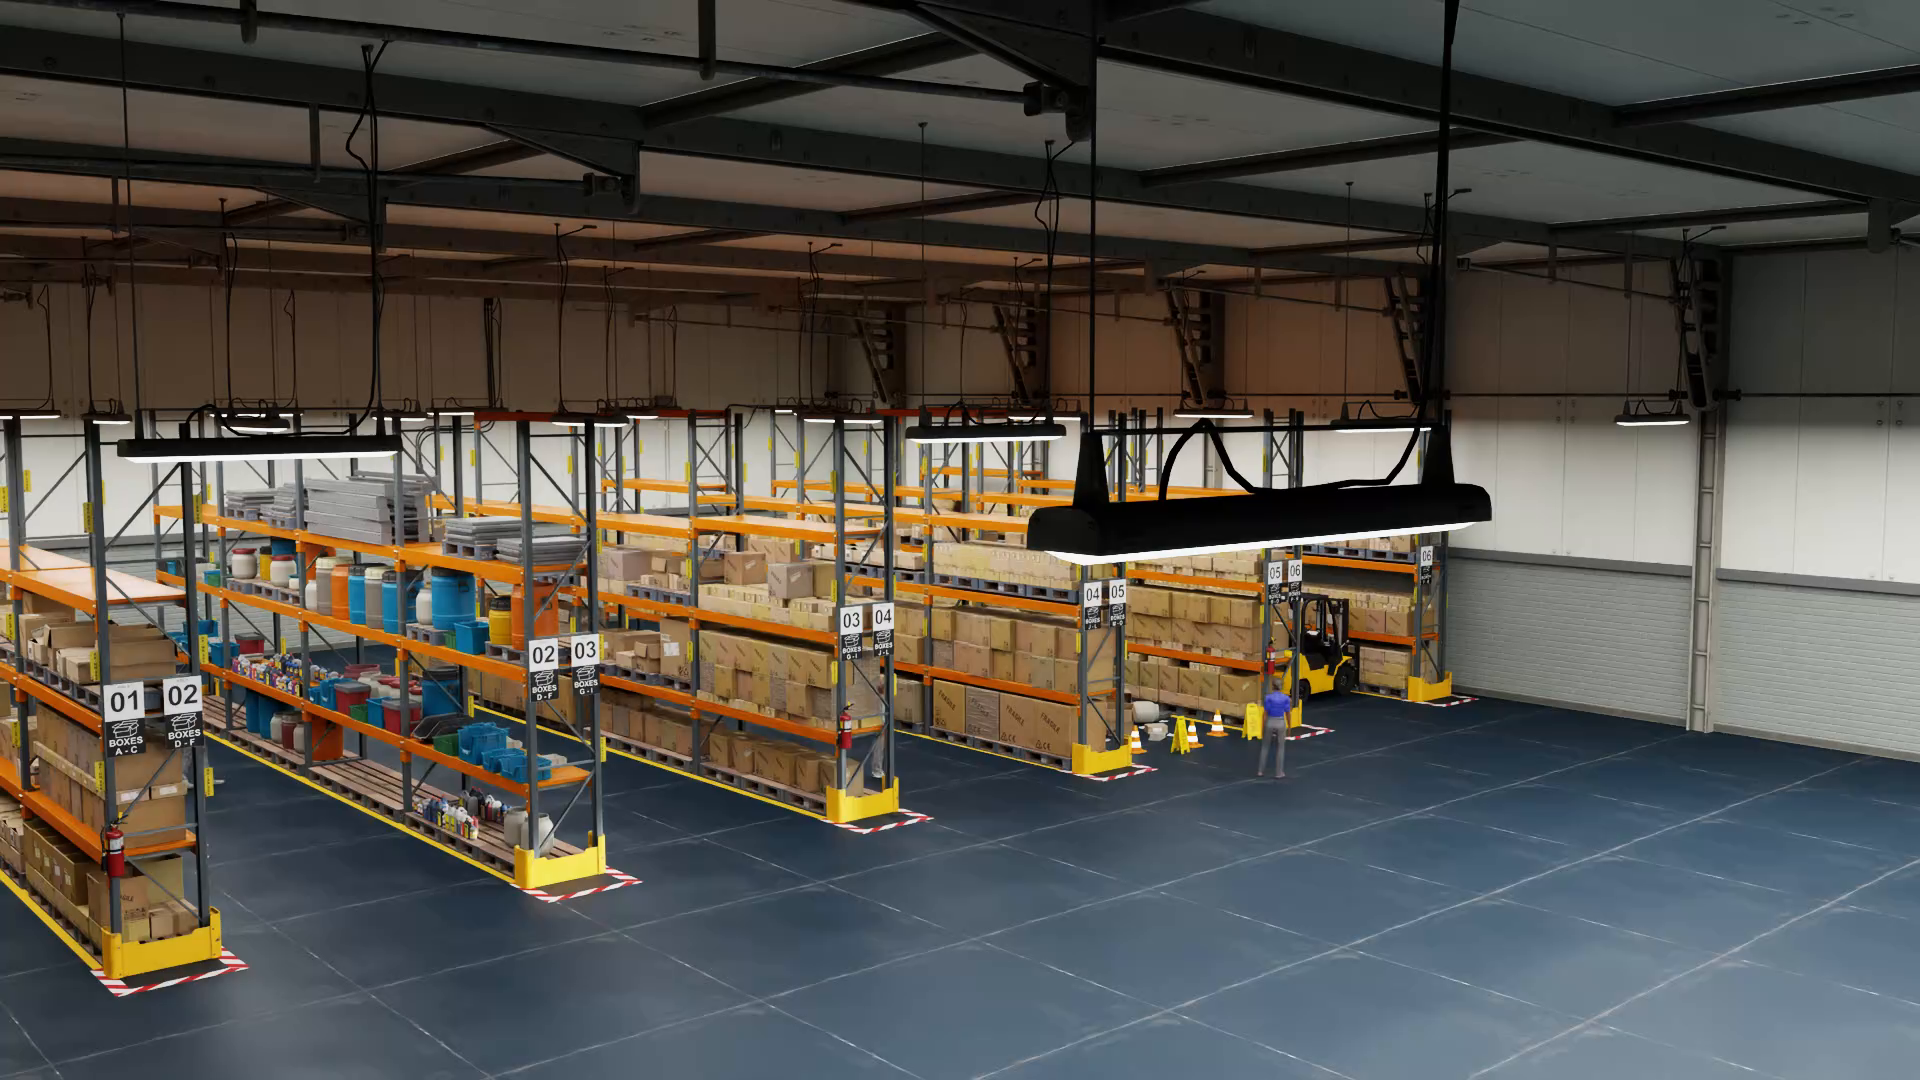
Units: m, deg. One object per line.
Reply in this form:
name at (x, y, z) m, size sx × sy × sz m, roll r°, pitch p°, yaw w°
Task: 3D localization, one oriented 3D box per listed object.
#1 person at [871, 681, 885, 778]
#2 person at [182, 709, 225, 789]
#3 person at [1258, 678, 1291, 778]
person at (-1.283, 3.126, 27.477) m, size 0.346 × 1.602 × 0.495 m, roll -2°, pitch 6°, yaw -26°
person at (-12.237, 3.109, 26.679) m, size 0.683 × 1.759 × 0.563 m, roll -1°, pitch 5°, yaw -6°
person at (5.207, 3.115, 27.481) m, size 0.506 × 1.672 × 0.343 m, roll 2°, pitch 5°, yaw 21°
